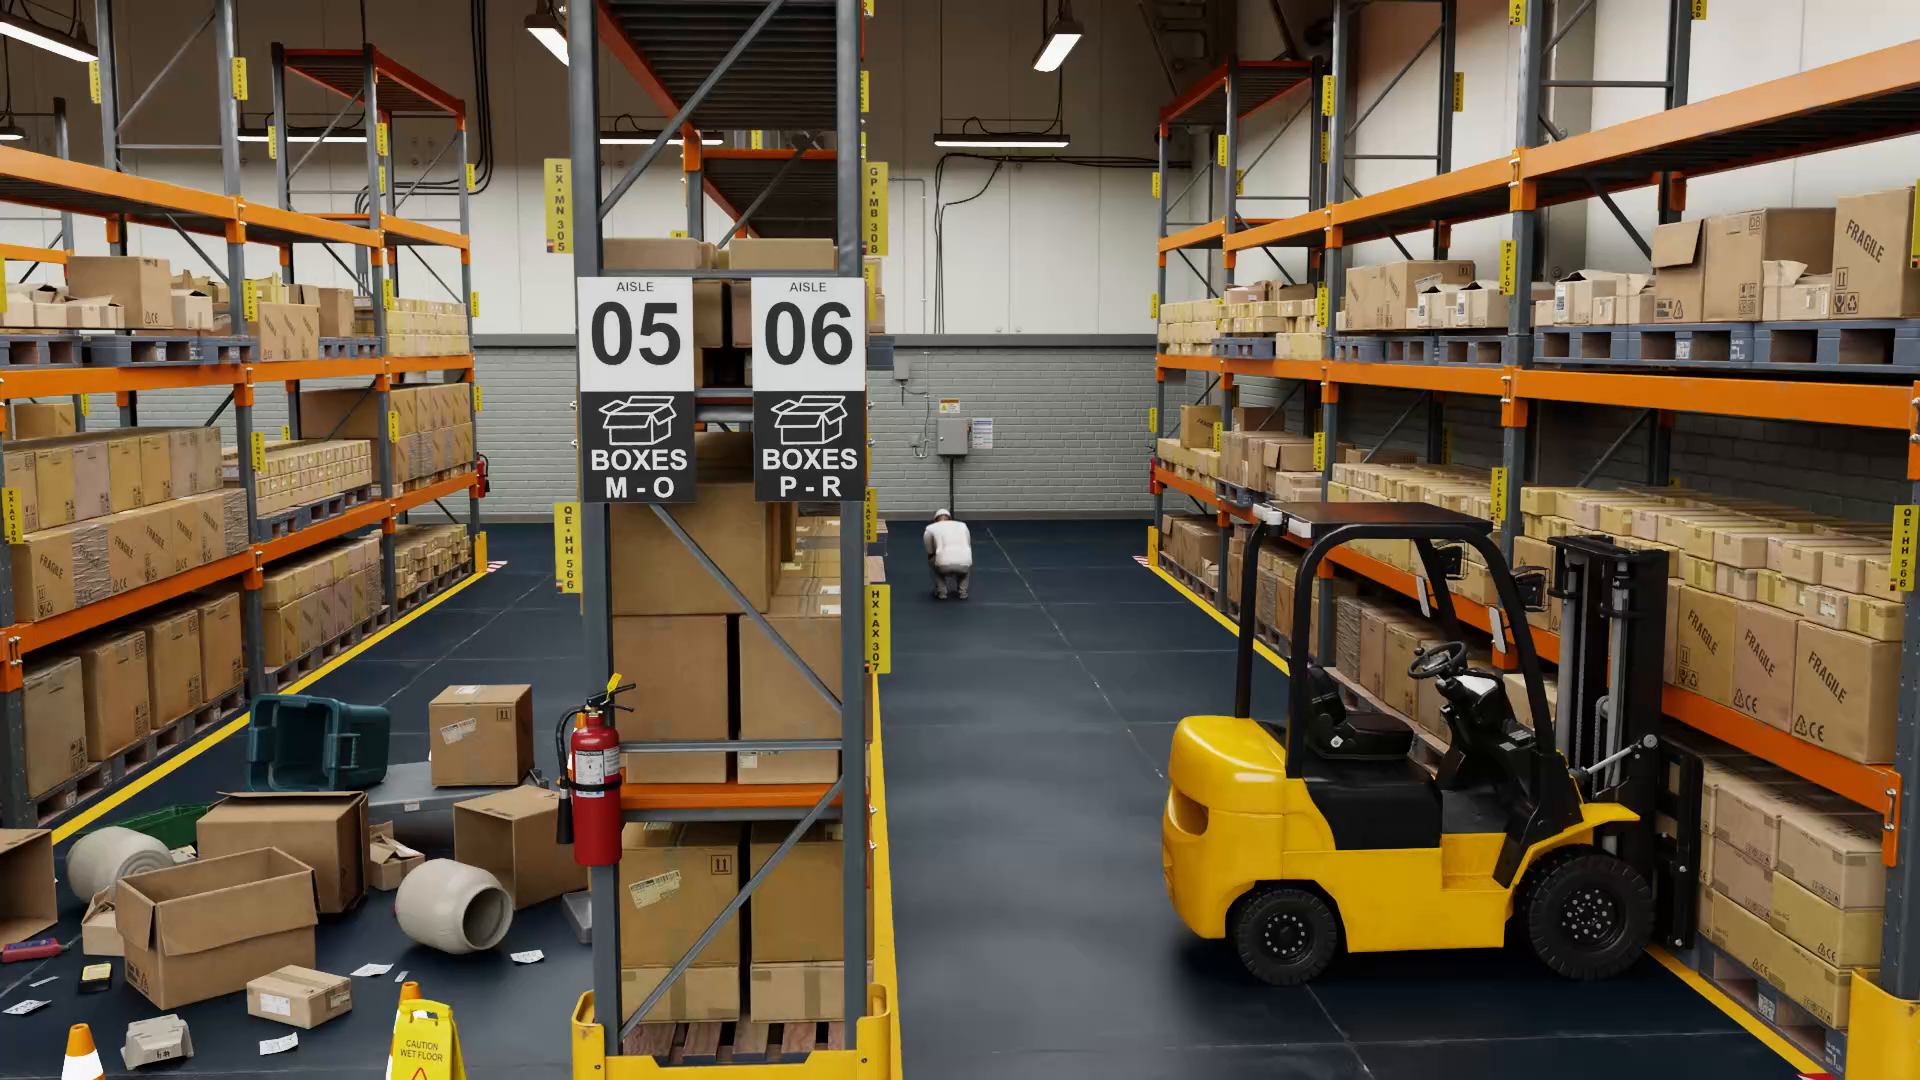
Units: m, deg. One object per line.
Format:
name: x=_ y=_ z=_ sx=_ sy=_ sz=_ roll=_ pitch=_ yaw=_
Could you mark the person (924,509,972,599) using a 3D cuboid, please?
person: x=-0.147 y=0.161 z=19.529 sx=0.555 sy=1.010 sz=0.893 roll=-1 pitch=7 yaw=-6
